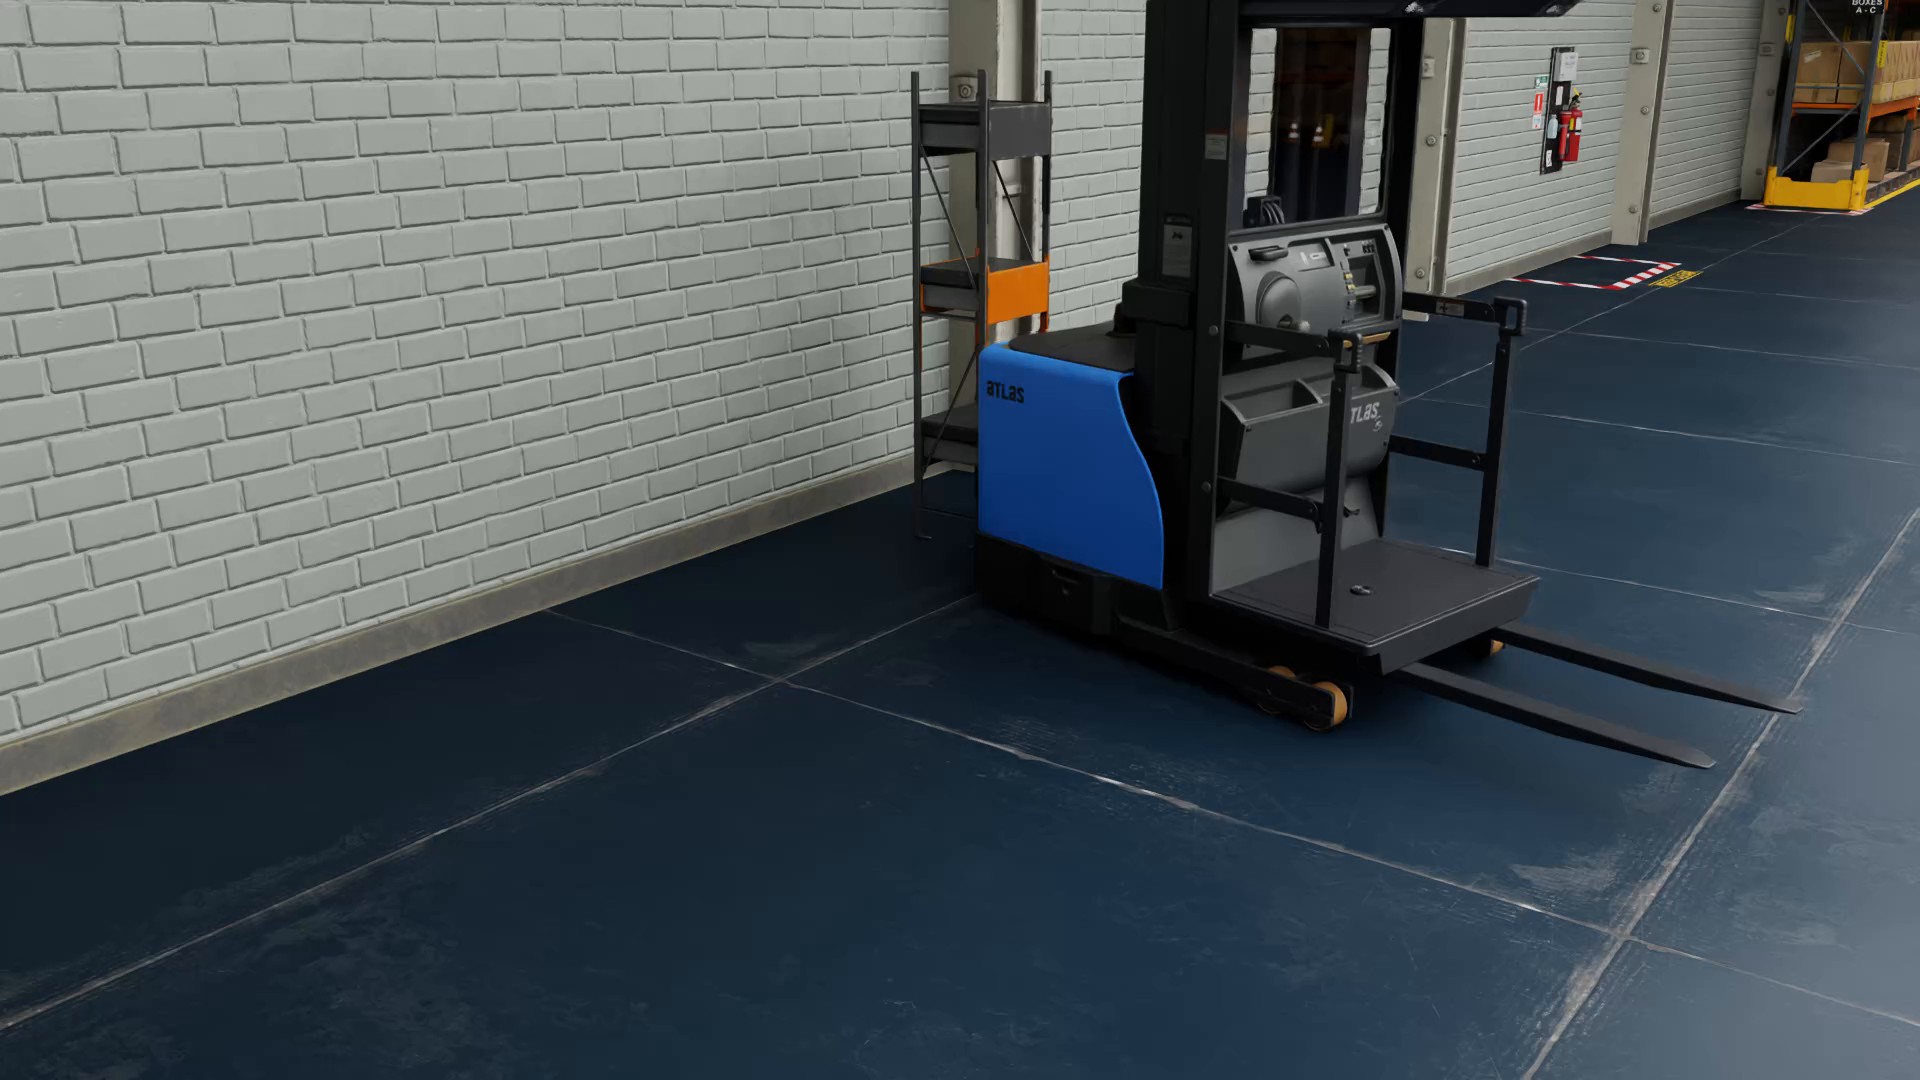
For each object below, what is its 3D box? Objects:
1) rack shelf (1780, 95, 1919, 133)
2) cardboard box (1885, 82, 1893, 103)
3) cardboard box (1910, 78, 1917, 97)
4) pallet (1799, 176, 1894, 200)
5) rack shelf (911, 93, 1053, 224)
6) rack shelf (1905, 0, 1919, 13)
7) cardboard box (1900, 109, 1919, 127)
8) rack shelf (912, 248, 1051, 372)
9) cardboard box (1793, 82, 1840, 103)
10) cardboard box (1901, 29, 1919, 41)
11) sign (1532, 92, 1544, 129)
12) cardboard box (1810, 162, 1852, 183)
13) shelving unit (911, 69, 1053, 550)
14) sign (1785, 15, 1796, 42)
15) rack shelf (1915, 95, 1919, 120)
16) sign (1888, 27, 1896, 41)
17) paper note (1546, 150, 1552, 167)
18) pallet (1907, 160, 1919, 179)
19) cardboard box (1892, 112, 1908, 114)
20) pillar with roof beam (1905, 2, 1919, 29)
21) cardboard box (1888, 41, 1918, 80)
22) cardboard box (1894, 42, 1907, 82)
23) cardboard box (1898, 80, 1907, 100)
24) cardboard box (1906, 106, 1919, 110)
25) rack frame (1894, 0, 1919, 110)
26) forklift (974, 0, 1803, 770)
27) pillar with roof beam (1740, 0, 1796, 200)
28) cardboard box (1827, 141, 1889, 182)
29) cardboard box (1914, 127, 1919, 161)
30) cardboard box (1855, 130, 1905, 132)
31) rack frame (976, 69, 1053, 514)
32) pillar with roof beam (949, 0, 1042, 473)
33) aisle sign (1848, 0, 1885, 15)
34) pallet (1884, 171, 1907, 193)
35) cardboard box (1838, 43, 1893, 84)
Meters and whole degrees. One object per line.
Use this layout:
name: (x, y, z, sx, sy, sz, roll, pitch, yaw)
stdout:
rack shelf: (12.373, -5.943, 23.035, 1.077, 0.370, 4.000, 12, 21, 35)
cardboard box: (12.025, -5.934, 22.014, 0.500, 0.250, 0.500, 12, 21, 33)
cardboard box: (13.222, -6.417, 23.569, 0.500, 0.250, 0.500, 13, 21, 35)
pallet: (12.467, -4.973, 23.401, 1.003, 0.211, 1.213, 12, 21, 35)
rack shelf: (0.099, -1.698, 7.356, 0.431, 0.518, 0.480, 12, 21, 35)
rack shelf: (17.140, -9.281, 28.726, 1.077, 0.370, 4.000, 12, 21, 35)
cardboard box: (15.171, -6.784, 26.741, 0.500, 0.250, 0.500, 13, 21, 36)
rack shelf: (0.099, -1.029, 7.563, 0.431, 0.518, 0.480, 12, 21, 35)
cardboard box: (11.304, -5.893, 21.883, 0.500, 0.250, 0.500, 13, 21, 35)
cardboard box: (16.010, -8.427, 27.853, 0.500, 0.250, 0.500, 13, 22, 36)
sign: (5.413, -4.022, 15.578, 0.001, 0.329, 0.234, 12, 21, 35)
cardboard box: (11.666, -4.885, 22.208, 0.500, 0.311, 0.500, 10, 20, 29)
shelving unit: (0.099, -1.042, 7.559, 0.431, 2.100, 0.503, 12, 21, 35)
sign: (10.748, -6.617, 21.507, 0.100, 0.325, 0.005, 12, 21, 35)
rack shelf: (14.756, -6.895, 26.103, 1.077, 0.370, 4.000, 12, 21, 35)
sign: (15.500, -8.366, 27.672, 0.100, 0.325, 0.005, 12, 21, 35)
paper note: (5.665, -3.668, 15.983, 0.016, 0.148, 0.142, 12, 21, 35)
pallet: (14.754, -5.908, 26.414, 1.003, 0.211, 1.213, 12, 21, 35)
cardboard box: (14.557, -6.545, 25.972, 0.500, 0.250, 0.500, 12, 21, 33)
pillar with roof beam: (21.511, -11.092, 28.288, 9.100, 9.000, 0.400, 12, 21, 35)
cardboard box: (12.930, -6.653, 23.066, 0.500, 0.500, 0.500, 12, 21, 33)
cardboard box: (12.323, -6.404, 22.264, 0.500, 0.500, 0.500, 12, 21, 33)
cardboard box: (12.636, -6.174, 22.788, 0.500, 0.250, 0.500, 13, 21, 35)
cardboard box: (16.492, -7.041, 28.277, 0.750, 0.750, 0.750, 12, 21, 34)
rack frame: (15.948, -7.715, 27.531, 1.000, 3.000, 0.127, 12, 21, 35)
forklift: (1.417, -0.921, 5.768, 1.130, 2.935, 3.031, -15, 23, -40)
pillar with roof beam: (14.361, -8.234, 19.085, 9.100, 9.000, 0.400, 12, 21, 35)
cardboard box: (12.483, -5.277, 23.151, 0.700, 0.500, 0.500, 11, 20, 31)
cardboard box: (14.887, -6.325, 26.528, 0.700, 0.500, 0.500, 12, 21, 34)
cardboard box: (14.258, -6.089, 25.767, 0.700, 0.500, 0.500, 12, 21, 34)
rack frame: (0.244, -1.100, 7.746, 0.400, 2.100, 0.015, 12, 21, 35)
pillar with roof beam: (3.636, -3.947, 5.279, 9.100, 9.000, 0.400, 12, 21, 35)
aisle sign: (11.379, -6.981, 20.783, 0.394, 0.787, 0.004, 12, 21, 35)
pallet: (13.193, -5.265, 24.341, 1.003, 0.211, 1.213, 12, 21, 35)
cardboard box: (11.707, -6.167, 21.498, 0.500, 0.500, 0.500, 12, 21, 35)
